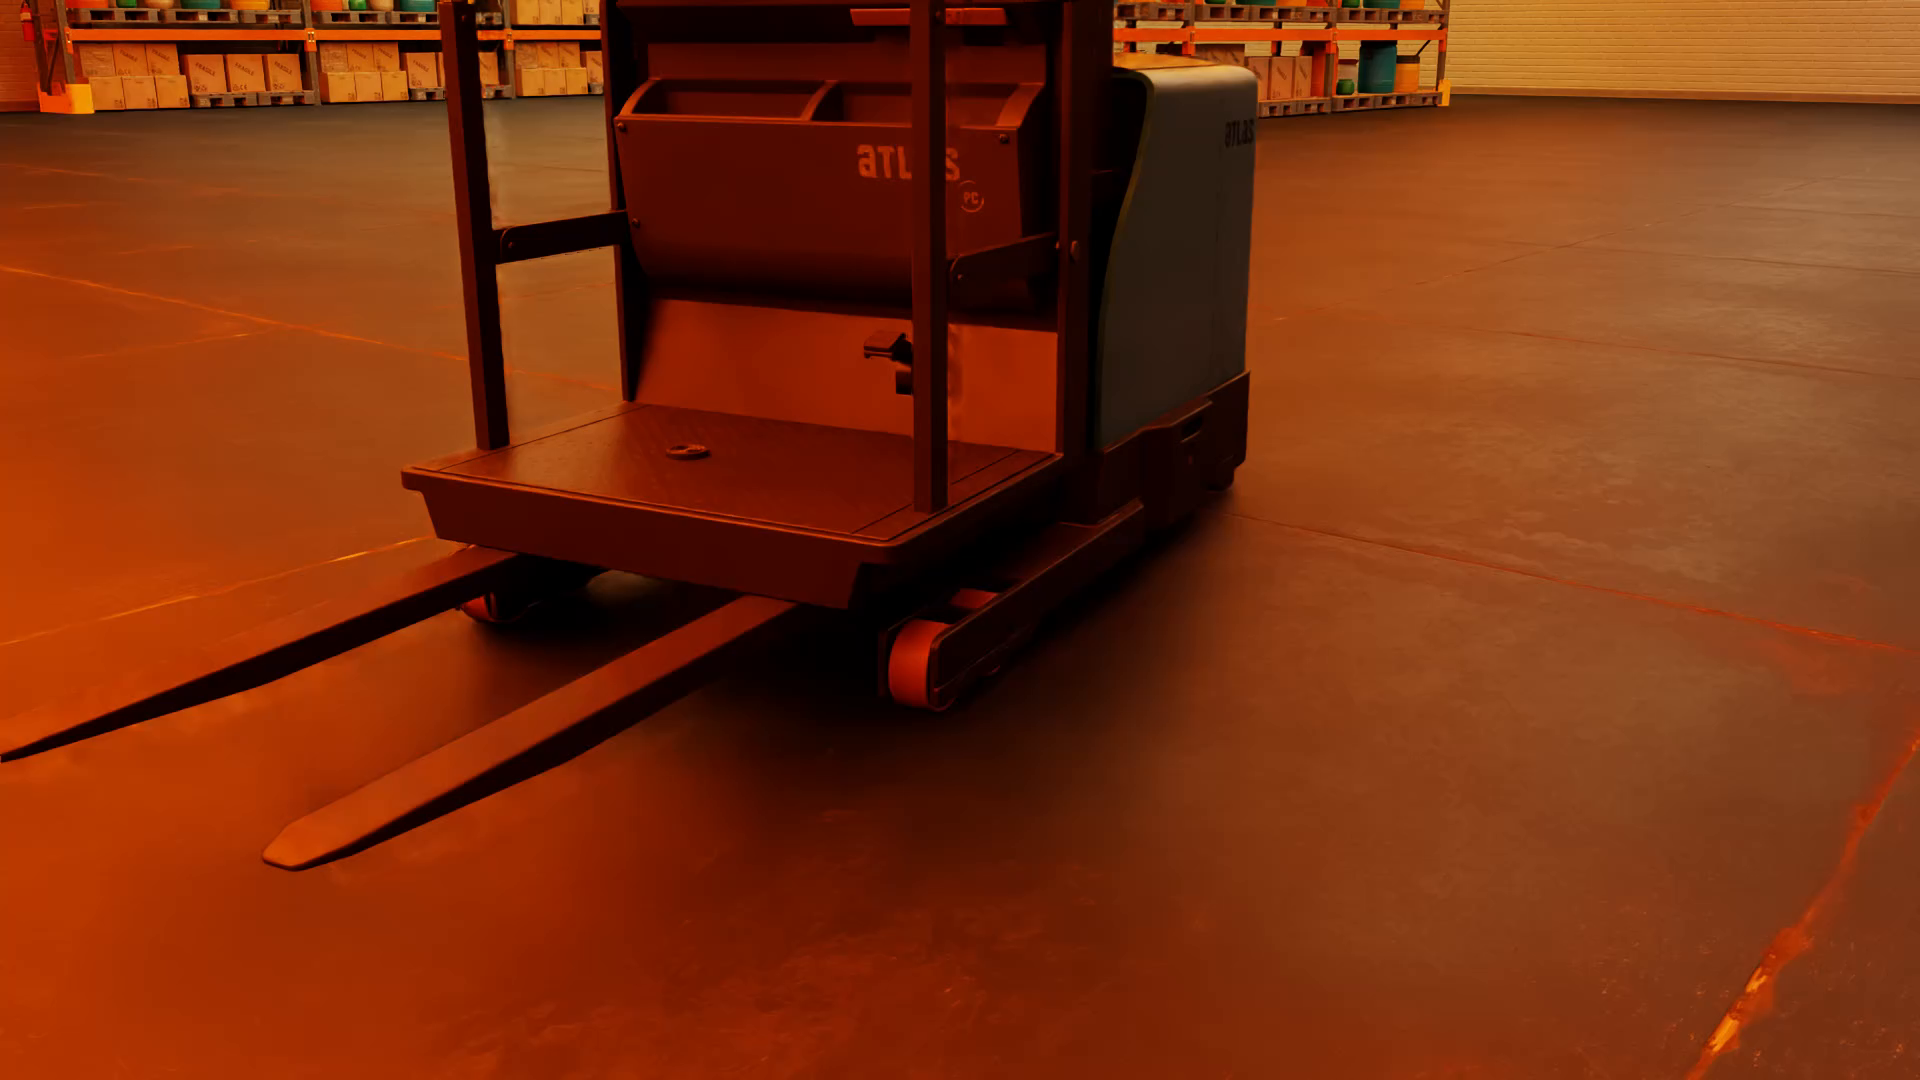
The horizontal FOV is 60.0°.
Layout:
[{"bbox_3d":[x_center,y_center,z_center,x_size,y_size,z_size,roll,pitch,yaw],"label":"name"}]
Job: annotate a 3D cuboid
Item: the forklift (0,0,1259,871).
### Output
[{"bbox_3d":[-0.369,-1.244,2.996,1.130,2.935,3.031,9,19,26],"label":"forklift"}]
